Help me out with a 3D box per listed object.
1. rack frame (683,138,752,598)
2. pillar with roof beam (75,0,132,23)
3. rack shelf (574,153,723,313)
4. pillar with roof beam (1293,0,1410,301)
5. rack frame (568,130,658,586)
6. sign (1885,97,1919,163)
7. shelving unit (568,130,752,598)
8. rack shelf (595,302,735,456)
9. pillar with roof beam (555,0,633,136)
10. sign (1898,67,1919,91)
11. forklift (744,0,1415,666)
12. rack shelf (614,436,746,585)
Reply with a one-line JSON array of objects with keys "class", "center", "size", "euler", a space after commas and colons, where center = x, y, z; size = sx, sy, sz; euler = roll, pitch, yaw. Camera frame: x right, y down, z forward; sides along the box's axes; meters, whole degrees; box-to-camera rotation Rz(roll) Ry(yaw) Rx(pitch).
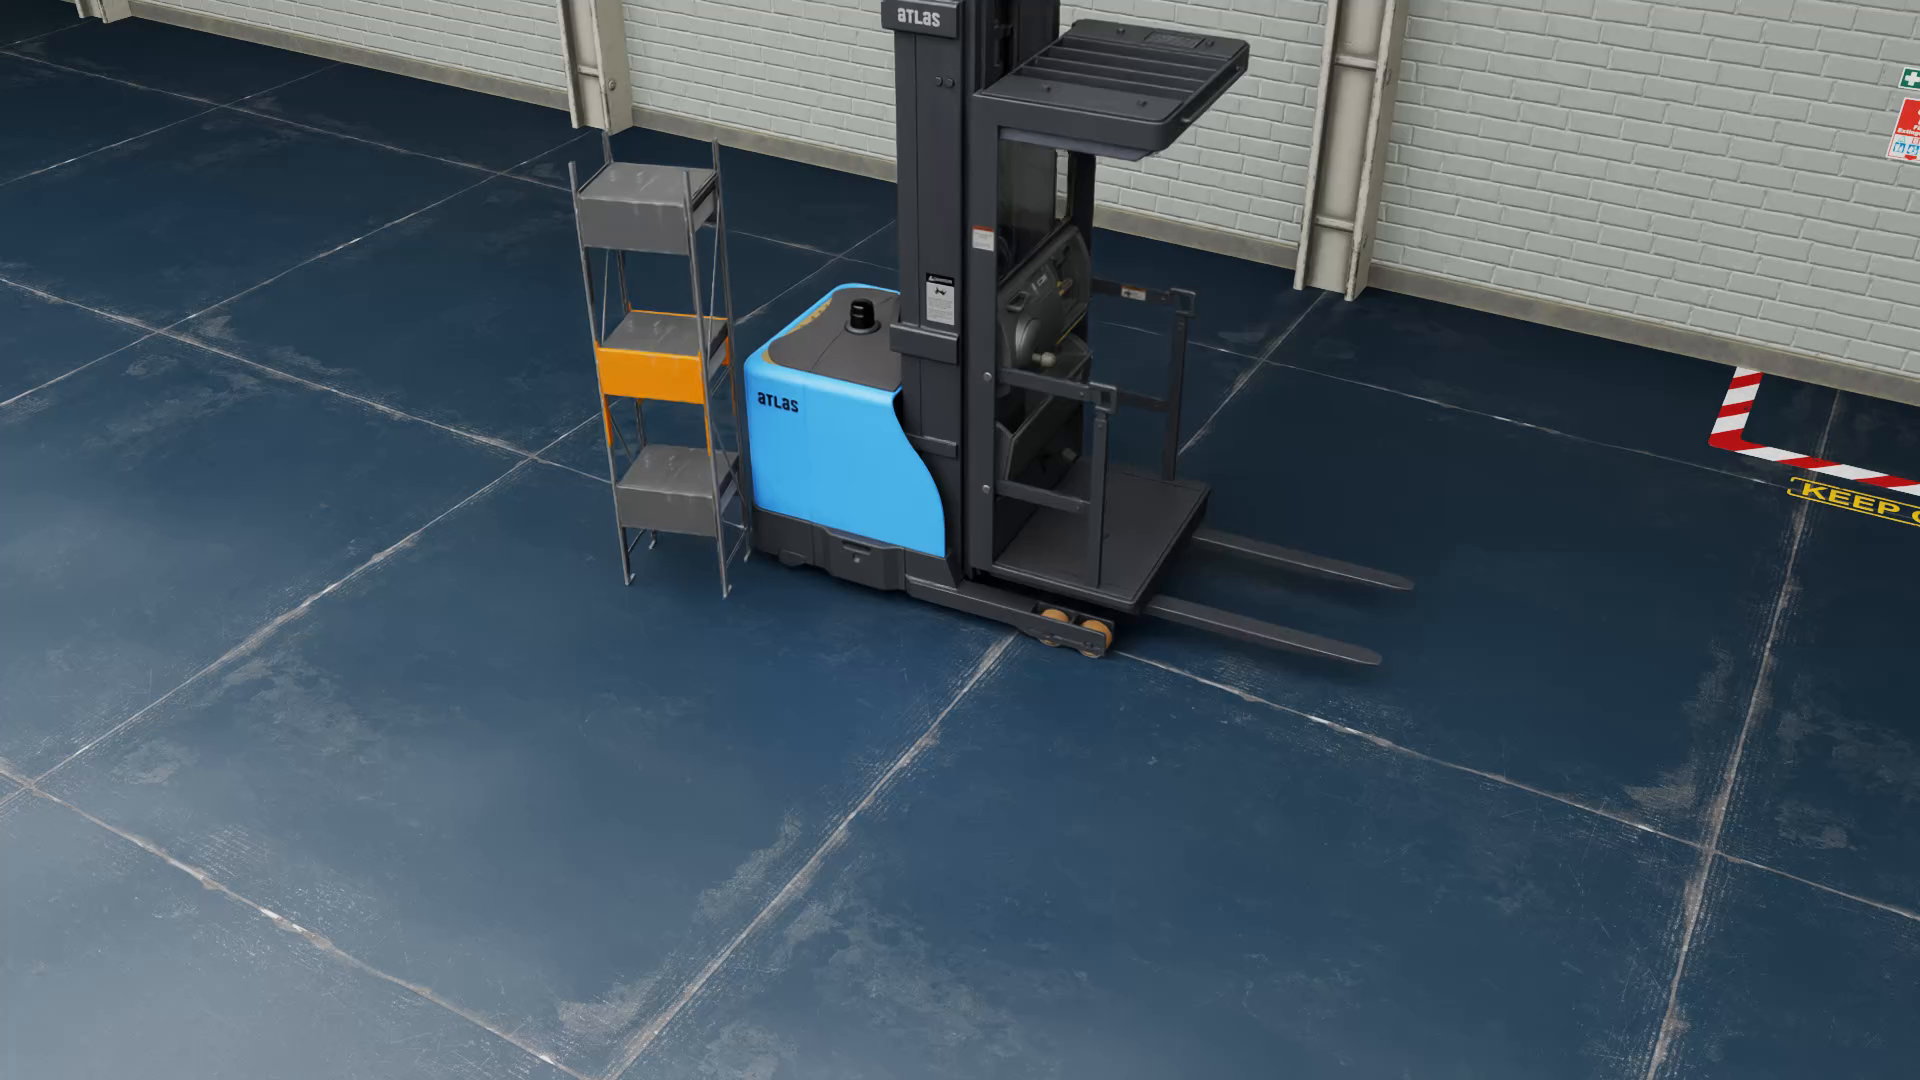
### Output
[{"class": "rack frame", "center": [-1.068, -0.712, 7.424], "size": [0.015, 2.100, 0.400], "euler": [6, 34, 9]}, {"class": "pillar with roof beam", "center": [-10.169, -6.609, 10.056], "size": [0.400, 9.000, 9.100], "euler": [18, 37, 24]}, {"class": "rack shelf", "center": [-1.307, -1.309, 7.083], "size": [0.480, 0.518, 0.431], "euler": [6, 34, 9]}, {"class": "pillar with roof beam", "center": [0.250, -3.309, 5.100], "size": [0.400, 9.000, 9.100], "euler": [18, 37, 24]}, {"class": "rack frame", "center": [-1.546, -0.764, 7.504], "size": [0.015, 2.100, 0.400], "euler": [6, 34, 9]}, {"class": "sign", "center": [5.040, -2.148, 8.737], "size": [0.234, 0.329, 0.001], "euler": [18, 37, 24]}, {"class": "shelving unit", "center": [-1.307, -0.738, 7.464], "size": [0.503, 2.100, 0.431], "euler": [6, 34, 9]}, {"class": "rack shelf", "center": [-1.307, -0.727, 7.471], "size": [0.480, 0.518, 0.431], "euler": [6, 34, 9]}, {"class": "pillar with roof beam", "center": [-4.959, -4.959, 7.578], "size": [0.400, 9.000, 9.100], "euler": [18, 37, 24]}, {"class": "sign", "center": [5.039, -2.363, 8.582], "size": [0.331, 0.109, 0.001], "euler": [18, 37, 24]}, {"class": "forklift", "center": [0.556, -1.030, 7.152], "size": [3.031, 2.935, 1.130], "euler": [15, 36, 21]}, {"class": "rack shelf", "center": [-1.307, -0.144, 7.859], "size": [0.480, 0.518, 0.431], "euler": [6, 34, 9]}]
